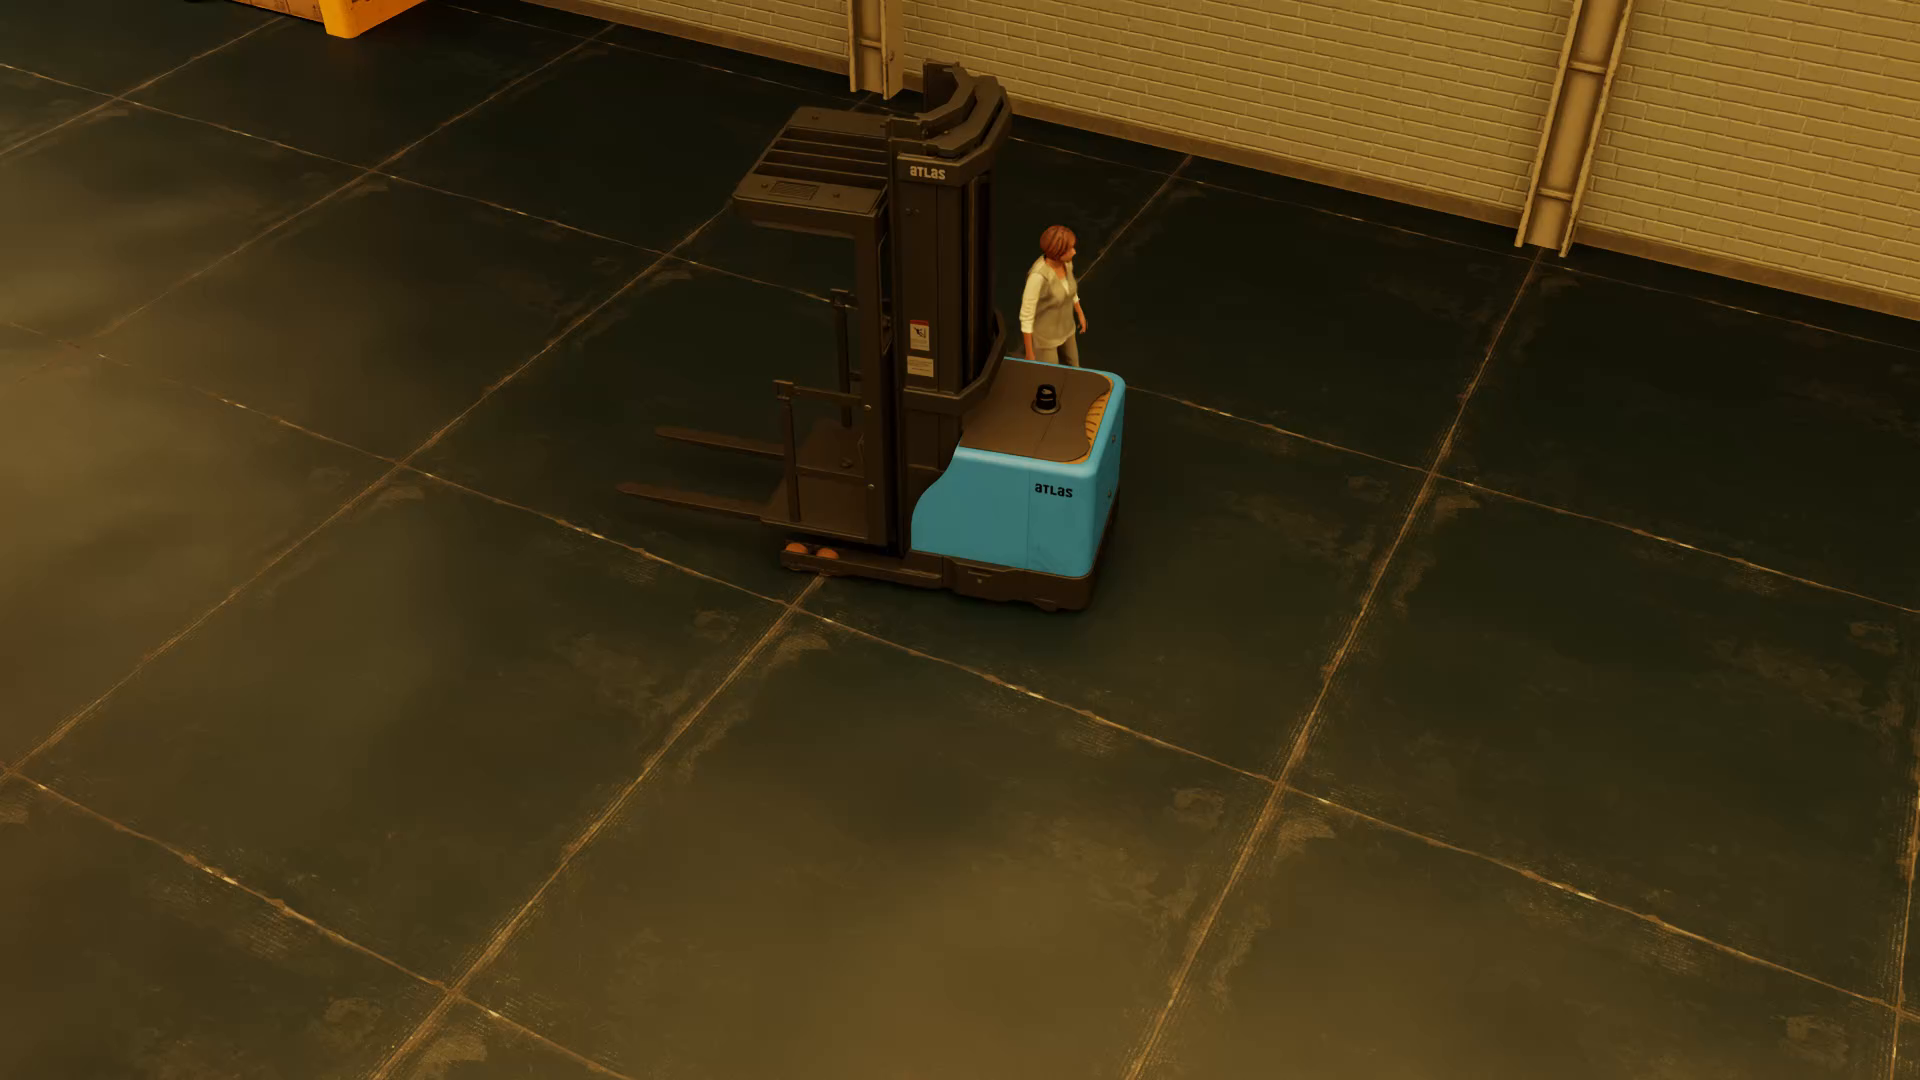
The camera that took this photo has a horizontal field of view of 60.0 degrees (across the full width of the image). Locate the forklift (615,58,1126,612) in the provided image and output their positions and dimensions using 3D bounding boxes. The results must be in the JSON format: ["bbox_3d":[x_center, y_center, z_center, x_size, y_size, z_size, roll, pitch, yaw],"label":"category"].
[{"bbox_3d":[-0.590,-1.223,9.439,3.031,2.935,1.130,10,41,11],"label":"forklift"}]

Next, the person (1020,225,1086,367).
[{"bbox_3d":[0.603,-1.288,10.561,0.359,1.587,0.583,22,45,24],"label":"person"}]
